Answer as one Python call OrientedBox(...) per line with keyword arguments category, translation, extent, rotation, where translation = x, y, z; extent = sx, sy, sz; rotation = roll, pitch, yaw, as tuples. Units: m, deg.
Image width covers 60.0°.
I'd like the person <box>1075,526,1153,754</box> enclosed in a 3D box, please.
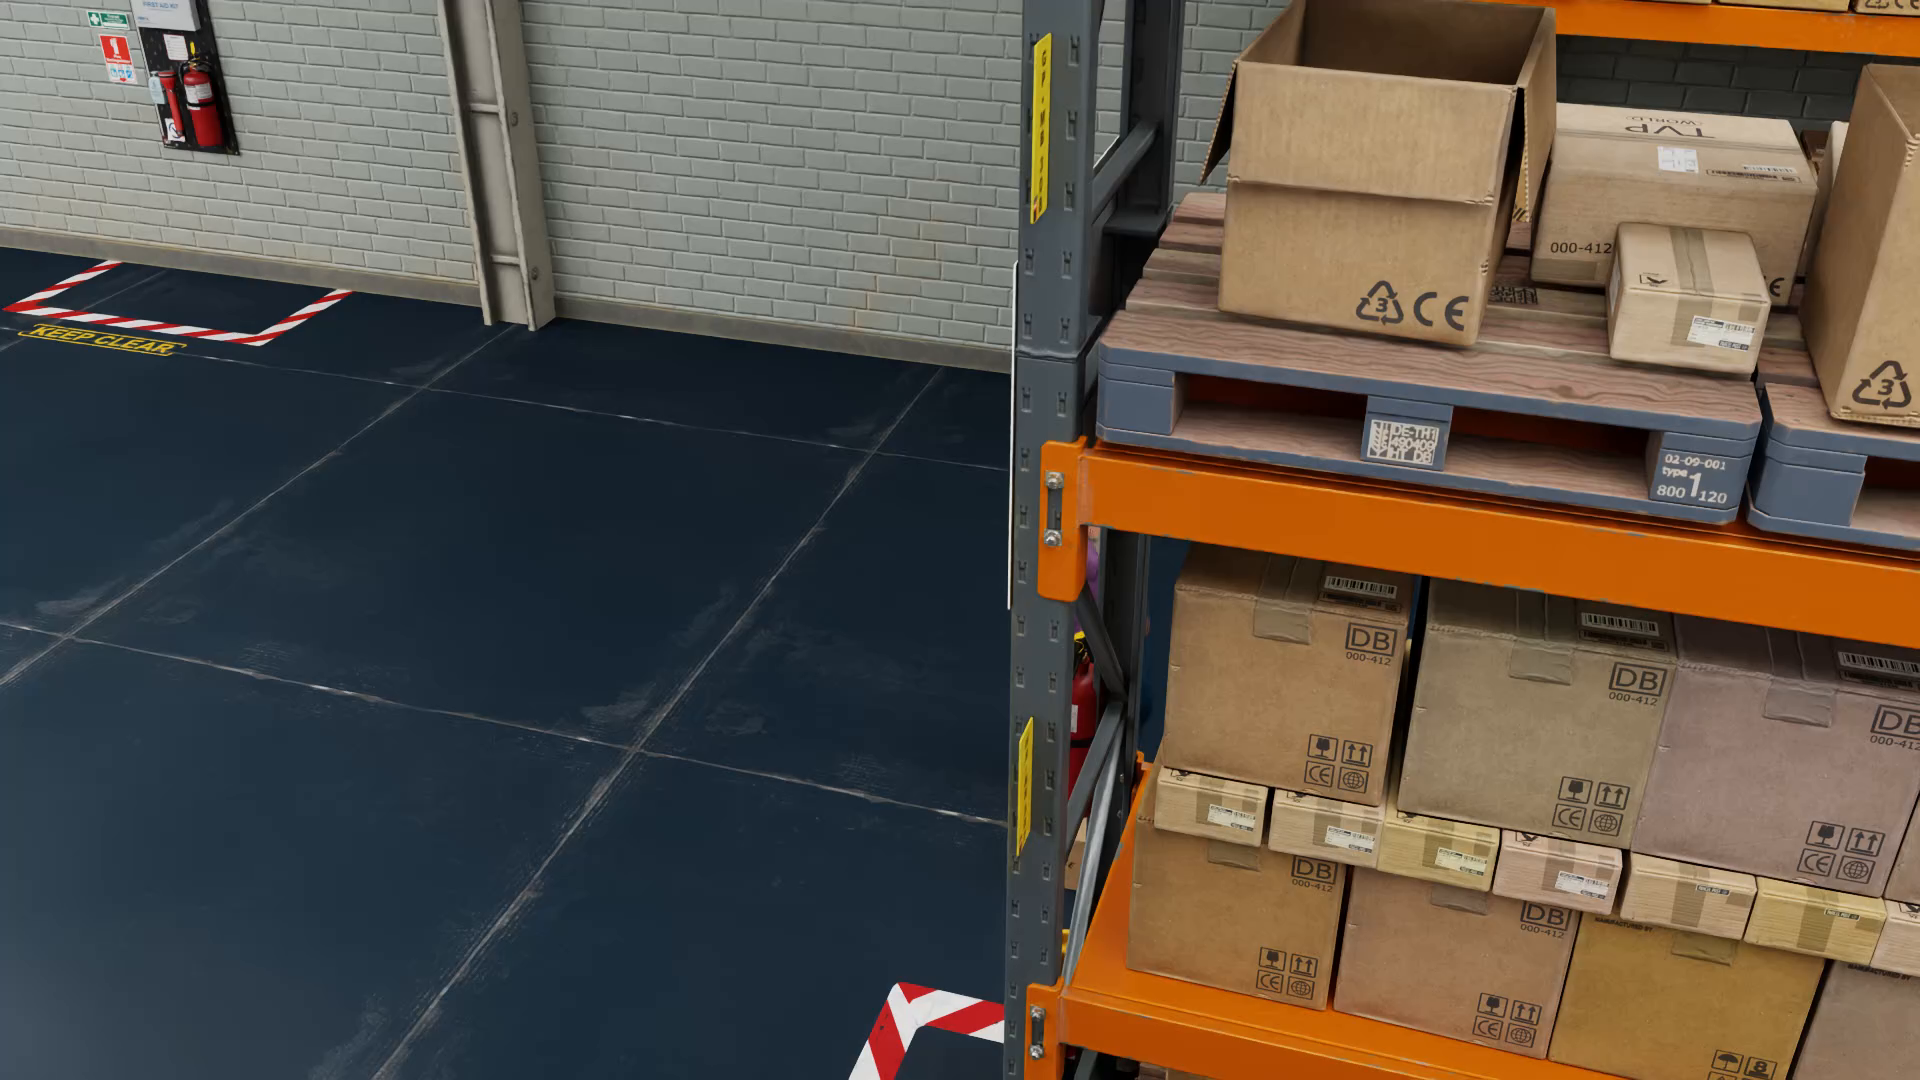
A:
OrientedBox(category="person", translation=(0.543, 0.357, 6.478), extent=(0.472, 1.599, 0.444), rotation=(-4, 30, -6))
